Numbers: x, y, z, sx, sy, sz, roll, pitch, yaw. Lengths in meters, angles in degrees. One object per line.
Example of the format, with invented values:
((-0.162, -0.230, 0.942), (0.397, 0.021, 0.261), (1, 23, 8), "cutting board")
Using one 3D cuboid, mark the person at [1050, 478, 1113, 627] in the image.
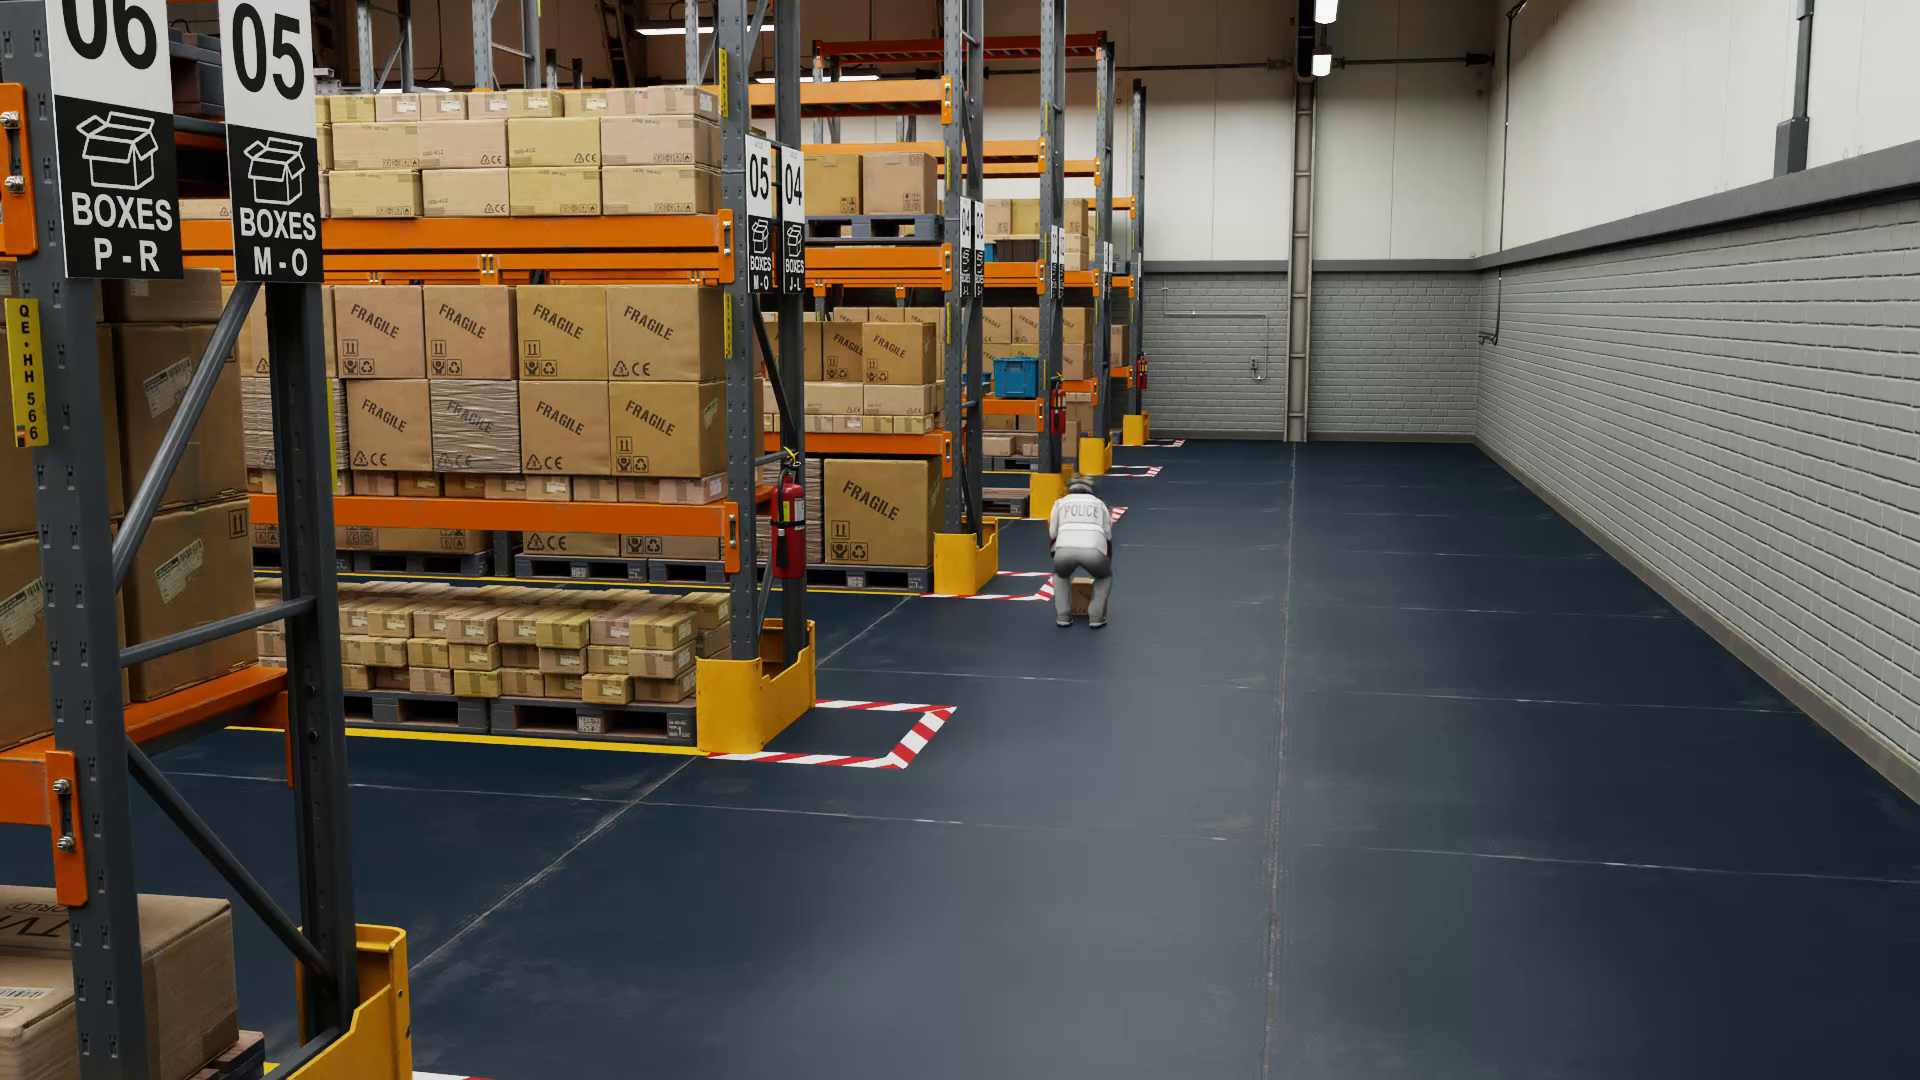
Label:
((0.890, 0.091, 12.358), (0.490, 1.057, 0.841), (2, 8, 11), "person")
